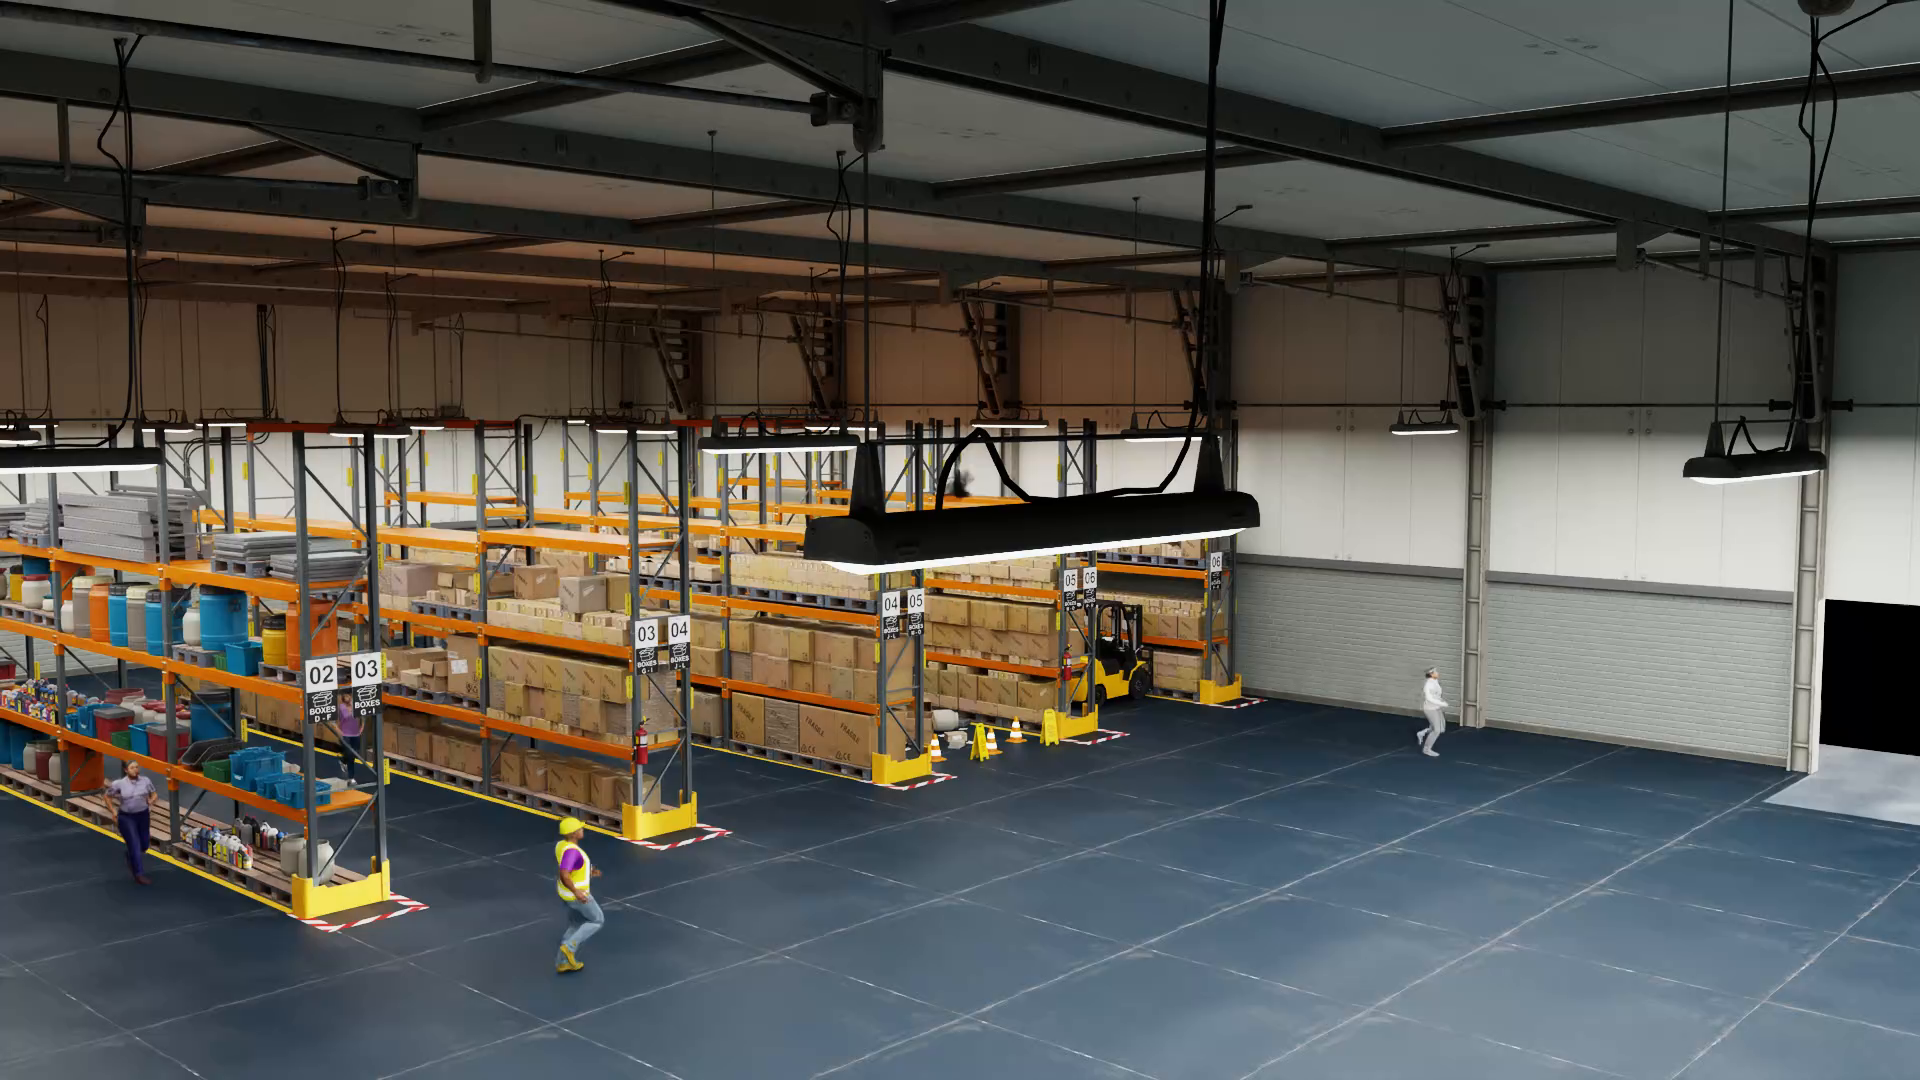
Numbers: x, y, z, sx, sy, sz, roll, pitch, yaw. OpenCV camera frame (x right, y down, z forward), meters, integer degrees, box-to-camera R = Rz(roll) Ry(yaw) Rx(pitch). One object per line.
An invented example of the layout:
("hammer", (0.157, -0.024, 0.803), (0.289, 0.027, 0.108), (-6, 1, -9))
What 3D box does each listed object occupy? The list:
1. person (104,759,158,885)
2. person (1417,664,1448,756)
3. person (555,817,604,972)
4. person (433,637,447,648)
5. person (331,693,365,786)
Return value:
("person", (-10.972, 3.704, 22.055), (0.855, 1.625, 0.610), (4, 6, 41))
("person", (8.541, 3.056, 29.994), (0.537, 1.665, 0.658), (2, 5, 23))
("person", (-4.255, 3.942, 18.571), (0.597, 1.721, 0.690), (-3, 5, -30))
("person", (-12.665, 2.094, 40.875), (0.920, 1.813, 0.630), (-4, 6, -44))
("person", (-10.235, 3.286, 27.807), (0.555, 1.595, 0.659), (-4, 6, -39))
